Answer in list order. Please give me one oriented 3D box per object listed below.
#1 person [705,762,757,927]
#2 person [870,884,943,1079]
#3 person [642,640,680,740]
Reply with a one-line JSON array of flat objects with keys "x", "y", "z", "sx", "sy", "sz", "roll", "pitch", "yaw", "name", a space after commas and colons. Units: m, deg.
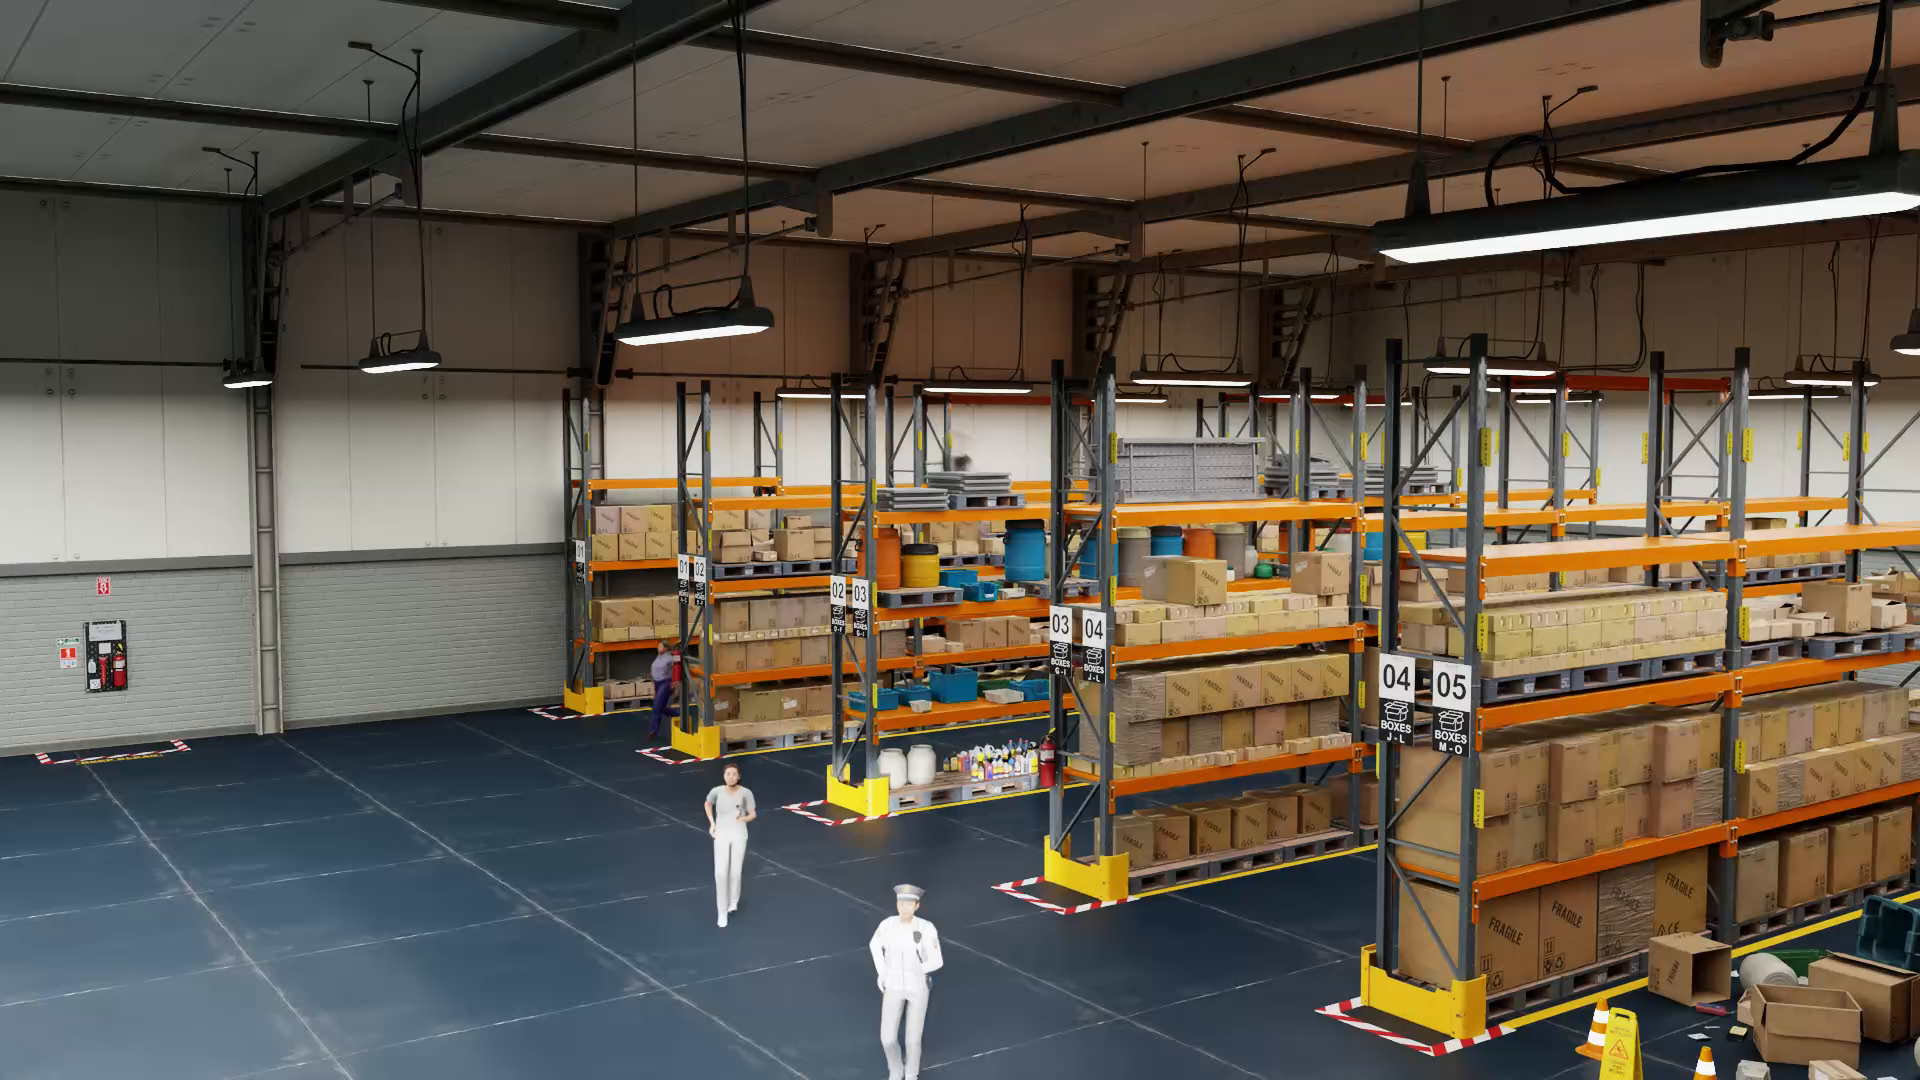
[{"x": -2.427, "y": 3.206, "z": 17.617, "sx": 0.542, "sy": 1.720, "sz": 0.742, "roll": -1, "pitch": 4, "yaw": -9, "name": "person"}, {"x": -0.433, "y": 3.501, "z": 12.857, "sx": 0.599, "sy": 1.696, "sz": 0.625, "roll": 0, "pitch": 4, "yaw": 6, "name": "person"}, {"x": -5.044, "y": 2.524, "z": 28.313, "sx": 0.869, "sy": 1.651, "sz": 0.622, "roll": -3, "pitch": 4, "yaw": -35, "name": "person"}]
